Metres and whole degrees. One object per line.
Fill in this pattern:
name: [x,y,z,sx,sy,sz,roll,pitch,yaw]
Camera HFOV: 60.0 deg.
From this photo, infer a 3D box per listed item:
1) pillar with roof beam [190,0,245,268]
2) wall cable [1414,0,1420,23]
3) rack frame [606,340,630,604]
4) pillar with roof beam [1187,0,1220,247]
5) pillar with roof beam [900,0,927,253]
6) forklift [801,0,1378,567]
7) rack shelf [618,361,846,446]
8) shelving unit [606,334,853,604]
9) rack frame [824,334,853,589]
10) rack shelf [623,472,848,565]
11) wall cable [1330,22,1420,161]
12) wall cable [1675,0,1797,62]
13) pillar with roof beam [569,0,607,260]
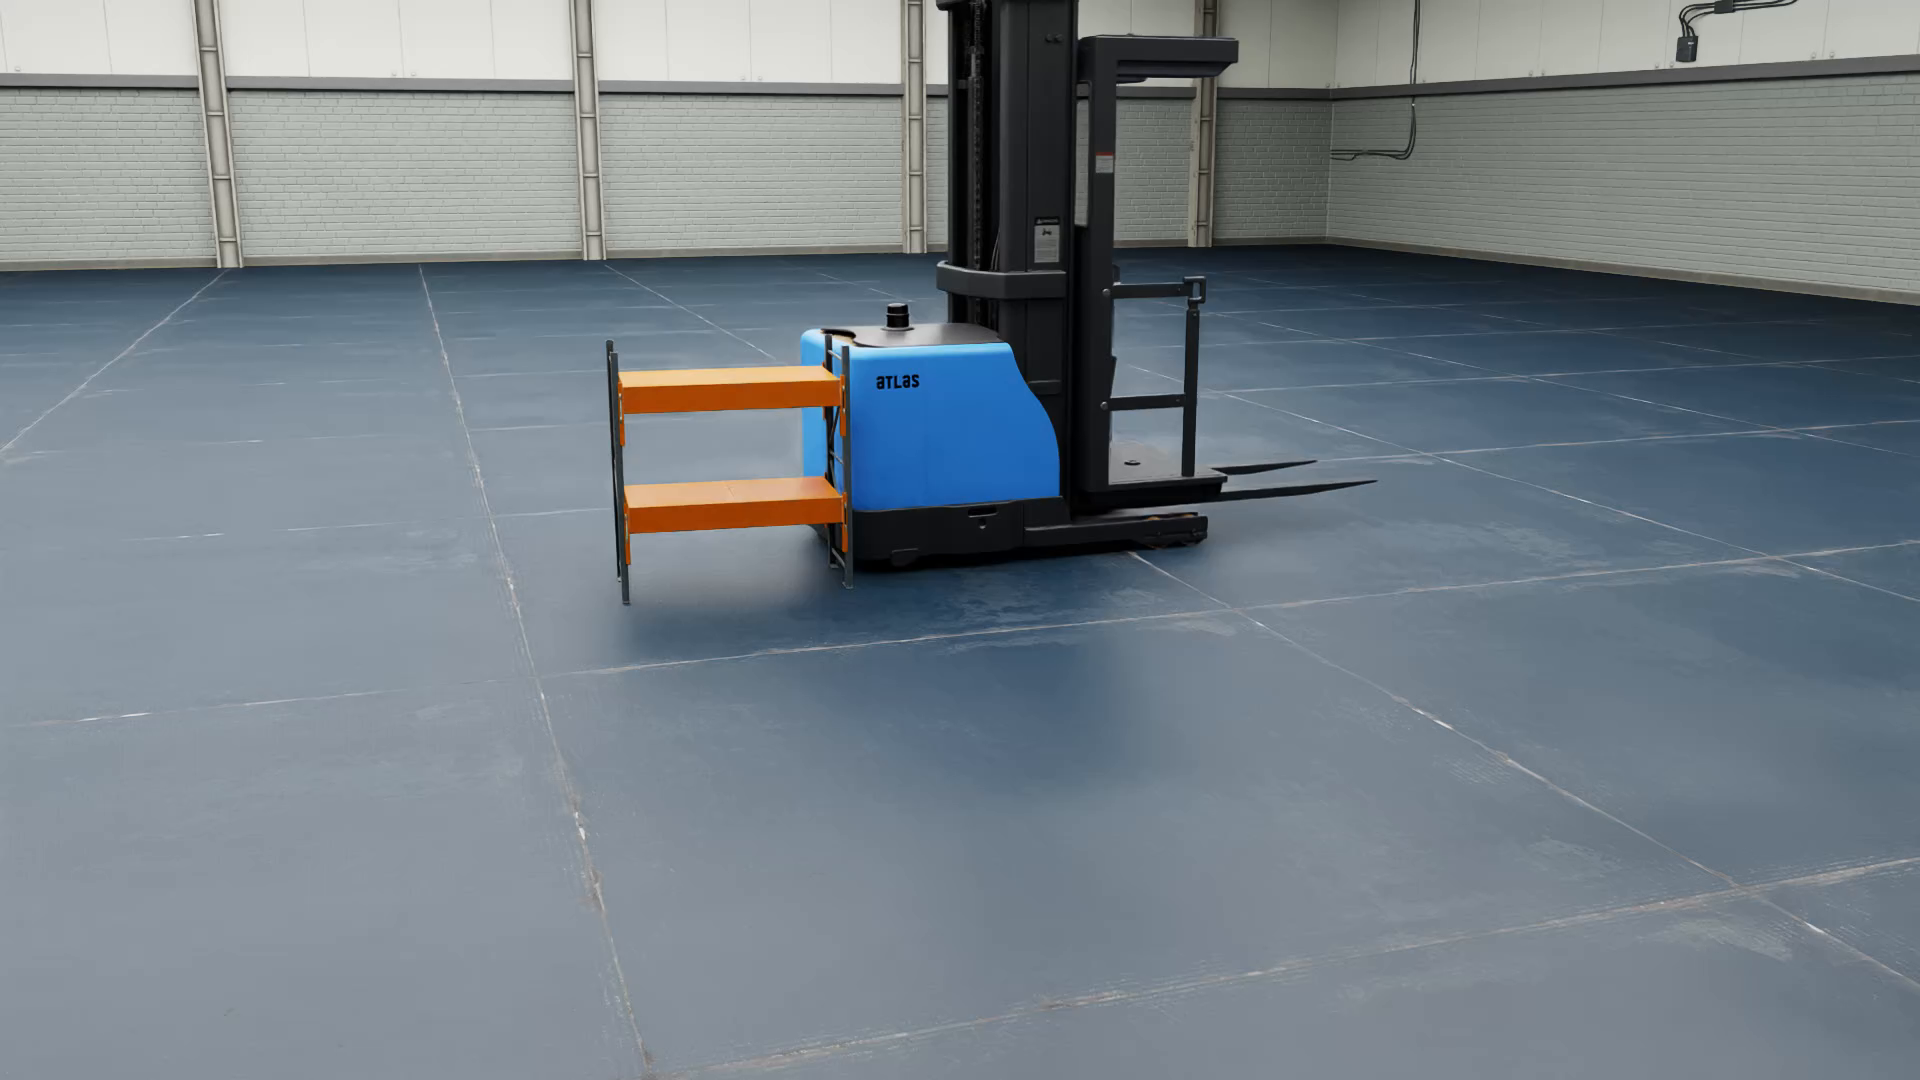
pillar with roof beam: [-10.864,-8.018,22.906,0.400,9.000,9.100,-4,14,-18]
wall cable: [8.900,-10.571,29.436,0.112,2.526,3.097,-4,14,-18]
rack frame: [-1.556,-0.319,7.552,0.032,1.125,0.500,-3,14,-14]
pillar with roof beam: [6.196,-9.347,28.491,0.400,9.000,9.100,-4,14,-18]
pillar with roof beam: [0.510,-8.904,26.630,0.400,9.000,9.100,-4,14,-18]
forklift: [0.740,-1.487,8.559,3.031,2.935,1.130,-5,14,-20]
rack shelf: [-1.062,-0.632,7.604,1.000,0.278,0.538,-3,14,-14]
shelving unit: [-1.062,-0.347,7.672,1.048,1.125,0.538,-3,14,-14]
rack frame: [-0.569,-0.376,7.792,0.032,1.125,0.500,-3,14,-14]
rack shelf: [-1.062,-0.109,7.729,1.000,0.278,0.538,-3,14,-14]
wall cable: [8.037,-8.708,32.515,0.112,2.526,3.097,-4,14,-18]
wall cable: [11.050,-9.790,23.004,0.169,6.003,2.305,-4,14,-18]
pillar with roof beam: [-5.177,-8.461,24.768,0.400,9.000,9.100,-4,14,-18]
